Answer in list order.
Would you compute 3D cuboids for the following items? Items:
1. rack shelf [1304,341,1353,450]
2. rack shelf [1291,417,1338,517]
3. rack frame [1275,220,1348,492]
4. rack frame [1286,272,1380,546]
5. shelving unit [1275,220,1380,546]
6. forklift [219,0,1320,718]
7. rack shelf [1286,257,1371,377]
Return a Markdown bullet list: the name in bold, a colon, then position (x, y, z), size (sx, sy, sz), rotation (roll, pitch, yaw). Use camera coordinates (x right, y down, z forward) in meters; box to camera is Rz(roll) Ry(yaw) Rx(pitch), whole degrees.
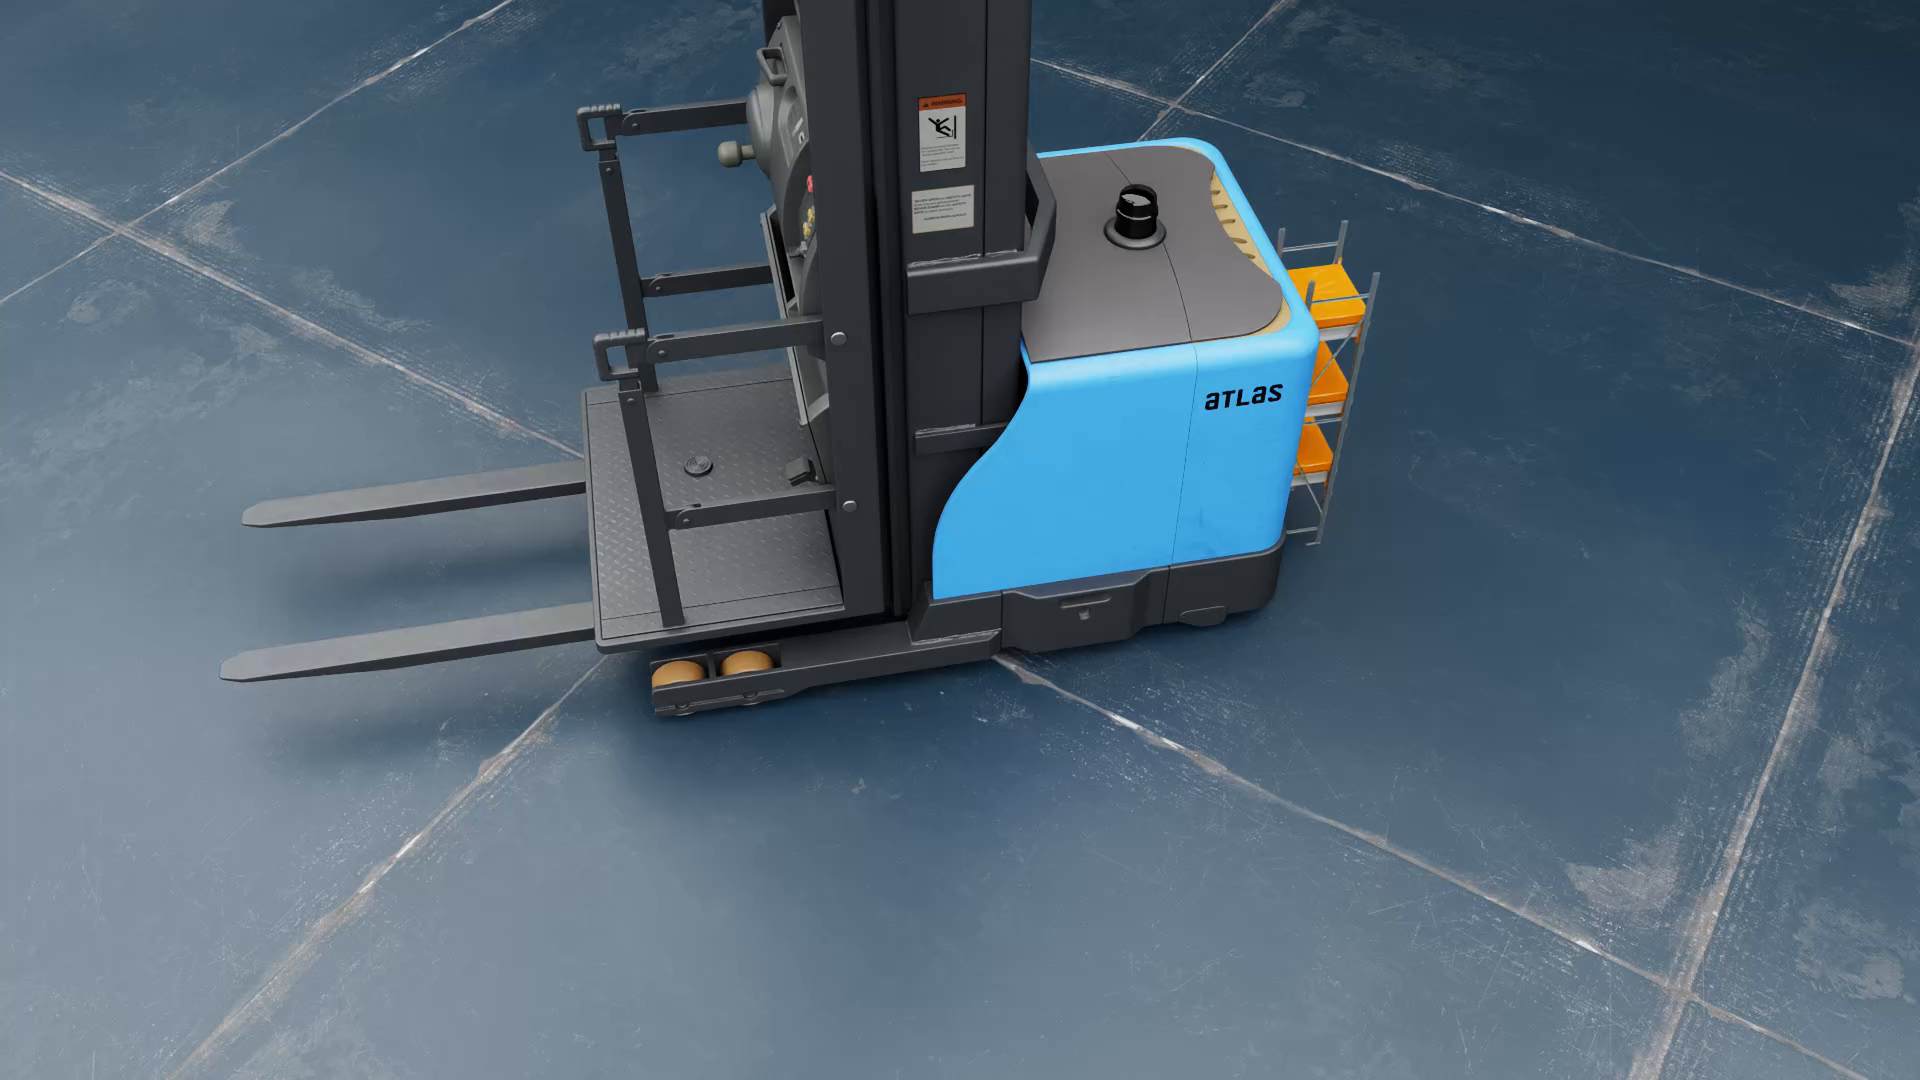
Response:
- **rack shelf**: position (1.011, -0.419, 4.940), size (0.215, 0.259, 0.240), rotation (-8, 46, -8)
- **rack shelf**: position (1.011, -0.226, 5.139), size (0.215, 0.259, 0.240), rotation (-8, 46, -8)
- **rack frame**: position (0.987, -0.512, 5.016), size (0.200, 1.050, 0.008), rotation (-8, 46, -8)
- **rack frame**: position (1.035, -0.341, 4.849), size (0.200, 1.050, 0.008), rotation (-8, 46, -8)
- **shelving unit**: position (1.011, -0.427, 4.932), size (0.215, 1.050, 0.252), rotation (-8, 46, -8)
- **forklift**: position (-0.618, -0.933, 4.113), size (3.031, 2.935, 1.130), rotation (-8, 46, -8)
- **rack shelf**: position (1.011, -0.617, 4.737), size (0.215, 0.259, 0.240), rotation (-8, 46, -8)
